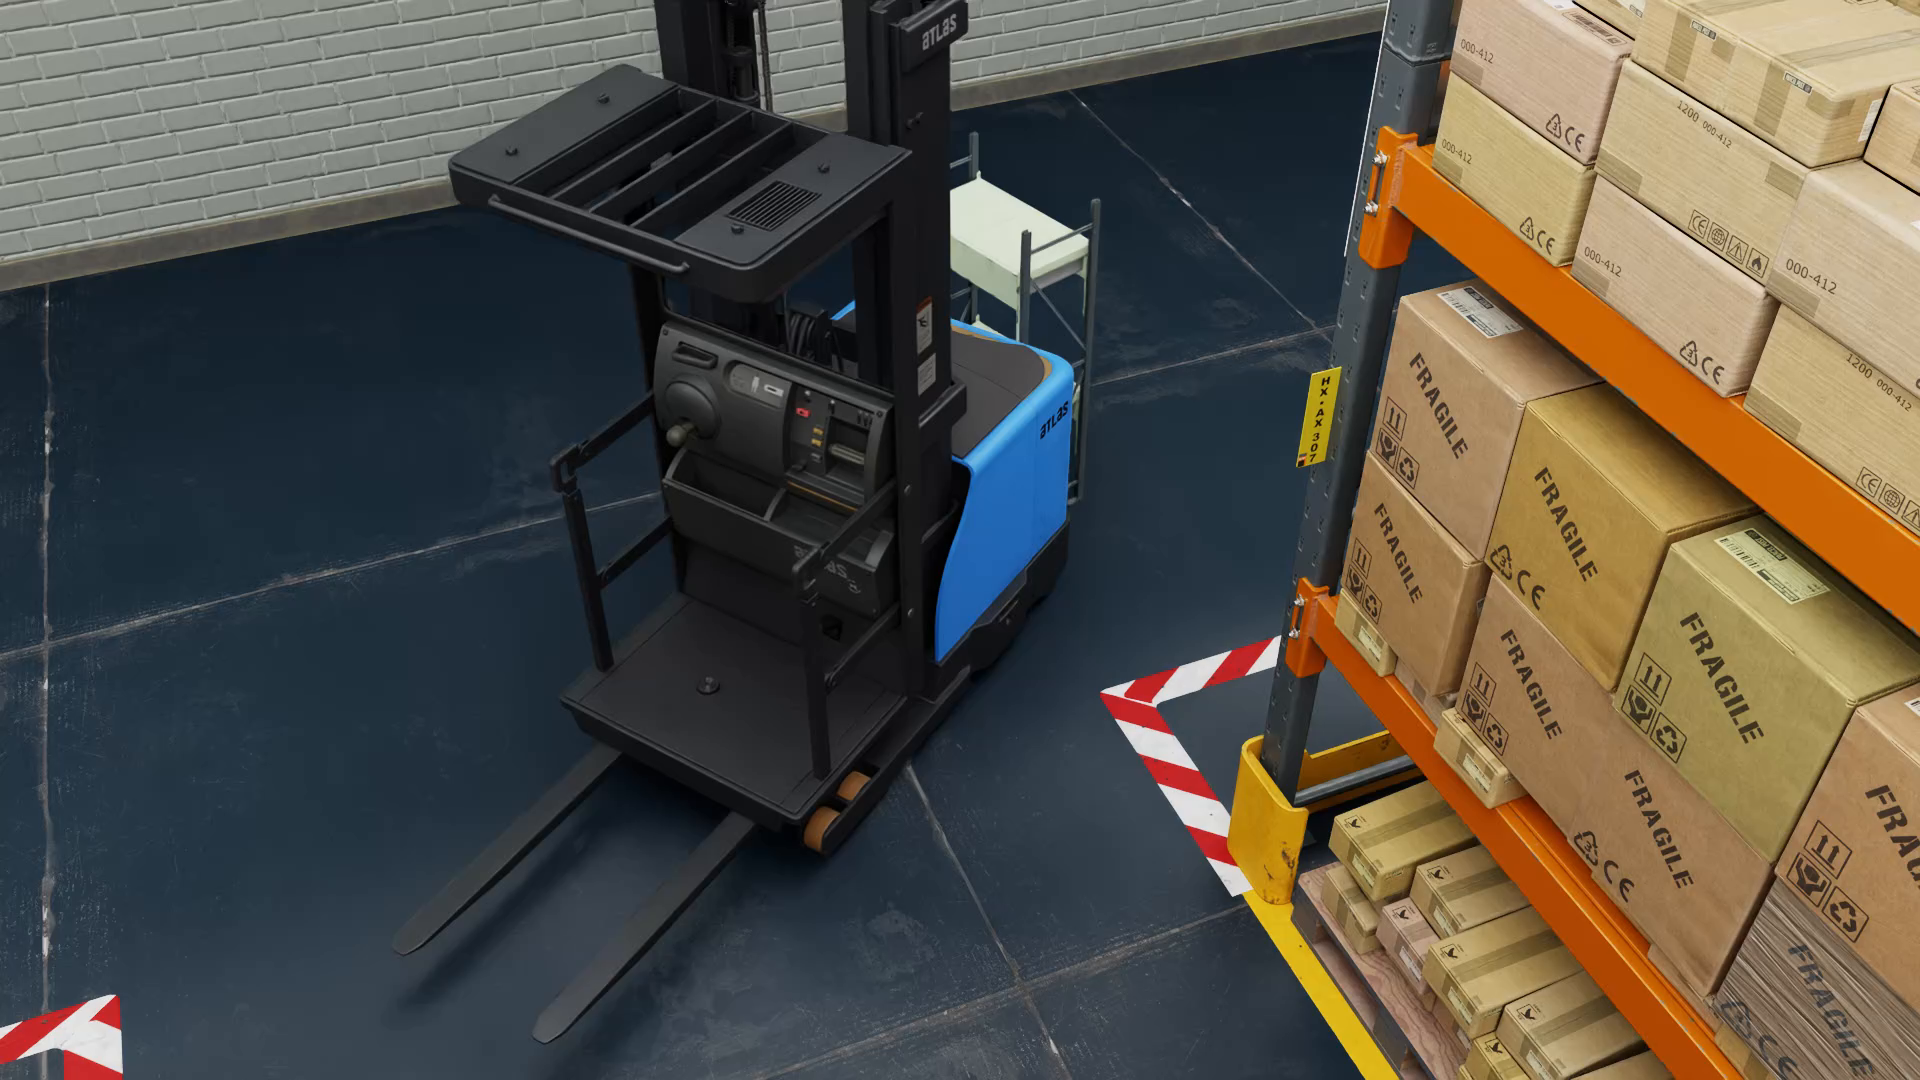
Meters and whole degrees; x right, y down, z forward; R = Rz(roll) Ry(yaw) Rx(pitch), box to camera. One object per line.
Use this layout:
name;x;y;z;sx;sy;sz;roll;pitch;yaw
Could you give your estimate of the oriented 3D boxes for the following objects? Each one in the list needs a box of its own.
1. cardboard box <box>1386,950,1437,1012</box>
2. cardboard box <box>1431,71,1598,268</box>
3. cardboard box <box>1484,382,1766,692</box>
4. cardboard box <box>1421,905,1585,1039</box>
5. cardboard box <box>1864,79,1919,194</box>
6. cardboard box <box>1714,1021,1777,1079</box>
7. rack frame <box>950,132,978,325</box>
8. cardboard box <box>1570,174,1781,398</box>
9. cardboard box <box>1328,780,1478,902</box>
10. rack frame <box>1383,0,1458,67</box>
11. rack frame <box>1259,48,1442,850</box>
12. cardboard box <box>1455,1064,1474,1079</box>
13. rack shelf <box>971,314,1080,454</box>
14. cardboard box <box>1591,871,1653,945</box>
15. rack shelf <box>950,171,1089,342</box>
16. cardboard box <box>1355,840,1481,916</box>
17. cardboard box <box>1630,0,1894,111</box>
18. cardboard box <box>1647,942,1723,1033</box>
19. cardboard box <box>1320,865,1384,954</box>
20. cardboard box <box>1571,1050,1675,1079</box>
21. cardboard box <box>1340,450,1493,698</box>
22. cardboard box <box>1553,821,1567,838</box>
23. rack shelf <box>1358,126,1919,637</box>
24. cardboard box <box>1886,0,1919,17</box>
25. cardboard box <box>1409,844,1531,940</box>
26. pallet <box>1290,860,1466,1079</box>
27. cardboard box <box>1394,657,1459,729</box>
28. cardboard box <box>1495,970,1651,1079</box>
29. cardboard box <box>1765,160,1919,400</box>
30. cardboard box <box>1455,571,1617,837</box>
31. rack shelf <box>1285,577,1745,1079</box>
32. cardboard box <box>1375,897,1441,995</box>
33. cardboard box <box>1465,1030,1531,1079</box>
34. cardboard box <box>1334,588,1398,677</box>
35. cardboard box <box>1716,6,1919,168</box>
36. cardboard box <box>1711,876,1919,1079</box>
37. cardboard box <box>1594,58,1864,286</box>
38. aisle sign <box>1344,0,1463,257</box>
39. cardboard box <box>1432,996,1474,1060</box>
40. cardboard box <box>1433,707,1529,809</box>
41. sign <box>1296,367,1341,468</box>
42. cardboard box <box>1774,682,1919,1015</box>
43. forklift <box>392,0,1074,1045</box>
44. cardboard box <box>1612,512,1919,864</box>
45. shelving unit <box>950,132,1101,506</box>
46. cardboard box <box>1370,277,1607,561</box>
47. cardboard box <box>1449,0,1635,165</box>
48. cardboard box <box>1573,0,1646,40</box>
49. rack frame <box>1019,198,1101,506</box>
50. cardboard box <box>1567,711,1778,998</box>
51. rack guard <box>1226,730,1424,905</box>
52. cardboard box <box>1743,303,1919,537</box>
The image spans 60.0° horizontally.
cardboard box;1.595;1.304;5.297;0.380;0.149;0.250;-15;43;-17
cardboard box;1.450;-0.897;3.807;0.500;0.250;0.500;-14;43;-15
cardboard box;1.640;-0.041;3.926;0.500;0.500;0.500;-14;43;-16
cardboard box;1.595;1.266;4.886;0.380;0.149;0.250;-15;43;-17
cardboard box;1.834;-0.705;2.894;0.380;0.149;0.250;-14;43;-16
cardboard box;1.979;1.149;3.806;0.380;0.149;0.250;-14;43;-15
rack frame;-0.082;-1.043;7.313;0.400;1.500;0.023;-29;48;-29
cardboard box;1.647;-0.578;3.436;0.500;0.250;0.500;-14;43;-15
cardboard box;1.401;0.946;5.257;0.380;0.149;0.250;-17;44;-19
rack frame;1.514;-2.425;3.168;1.000;3.000;0.127;-15;43;-17
rack frame;1.514;-0.150;5.124;1.000;3.000;0.127;-15;43;-17
cardboard box;1.693;1.633;4.915;0.380;0.149;0.250;-15;43;-16
rack shelf;0.155;-0.614;7.314;0.431;0.370;0.720;-29;48;-29
cardboard box;1.831;0.832;4.175;0.380;0.149;0.250;-16;43;-17
rack shelf;0.155;-1.157;6.847;0.431;0.370;0.720;-29;48;-29
cardboard box;1.477;1.038;5.378;0.380;0.149;0.250;-13;42;-15
cardboard box;1.545;-0.980;3.214;0.380;0.149;0.250;-15;43;-17
cardboard box;1.899;0.987;3.994;0.380;0.149;0.250;-16;43;-18
cardboard box;1.419;1.167;5.457;0.380;0.149;0.250;-14;43;-16
cardboard box;1.864;1.564;4.539;0.380;0.149;0.250;-14;43;-15
cardboard box;1.431;0.038;4.600;0.500;0.500;0.500;-13;42;-15
cardboard box;1.750;0.662;4.372;0.380;0.149;0.250;-13;42;-15
rack shelf;2.279;0.190;2.980;1.077;0.370;4.000;-15;43;-17
cardboard box;2.016;-1.117;3.374;0.380;0.149;0.250;-16;43;-18
cardboard box;1.617;1.082;5.099;0.380;0.149;0.250;-14;43;-16
pallet;1.821;1.451;5.401;1.003;0.211;1.213;-15;43;-17
cardboard box;1.471;0.365;4.718;0.380;0.149;0.250;-14;43;-15
cardboard box;1.767;1.395;4.736;0.380;0.149;0.250;-17;44;-19
cardboard box;1.825;-0.470;2.927;0.500;0.250;0.500;-15;43;-16
cardboard box;1.659;0.354;4.233;0.500;0.500;0.500;-15;43;-17
rack shelf;2.279;1.327;3.958;1.077;0.370;4.000;-15;43;-17
cardboard box;1.530;1.217;5.170;0.380;0.149;0.250;-15;43;-17
cardboard box;1.703;1.524;4.813;0.380;0.149;0.250;-14;43;-16
cardboard box;1.335;0.222;4.884;0.380;0.149;0.250;-15;43;-17
cardboard box;1.637;-0.833;3.044;0.380;0.149;0.250;-15;43;-16
cardboard box;2.035;0.958;3.531;0.500;0.500;0.500;-16;43;-18
cardboard box;1.643;-0.777;3.284;0.500;0.250;0.500;-16;43;-17
aisle sign;1.209;-1.105;4.241;0.394;0.787;0.004;-15;43;-17
cardboard box;1.696;1.452;5.126;0.380;0.149;0.250;-15;43;-16
cardboard box;1.524;0.540;4.514;0.380;0.149;0.250;-16;43;-18
sign;1.013;-0.343;4.685;0.100;0.325;0.005;-15;43;-17
cardboard box;2.016;0.584;3.199;0.500;0.500;0.500;-16;43;-18
forklift;-0.753;-0.344;5.402;1.130;2.935;3.031;22;45;24
cardboard box;1.818;0.278;3.555;0.500;0.500;0.500;-16;43;-18
shelving unit;0.155;-0.862;7.102;0.431;1.500;0.755;-29;48;-29
cardboard box;1.441;-0.344;4.277;0.500;0.500;0.500;-15;43;-17
cardboard box;1.446;-1.085;3.642;0.500;0.250;0.500;-14;43;-16
cardboard box;1.509;-1.162;3.426;0.380;0.149;0.250;-13;42;-15
rack frame;0.392;-0.680;6.890;0.400;1.500;0.023;-29;48;-29
cardboard box;1.835;0.653;3.886;0.500;0.500;0.500;-15;43;-16
rack guard;1.543;0.843;5.886;1.175;0.500;0.348;-15;43;-17
cardboard box;1.856;-0.271;3.079;0.500;0.250;0.500;-16;43;-18
